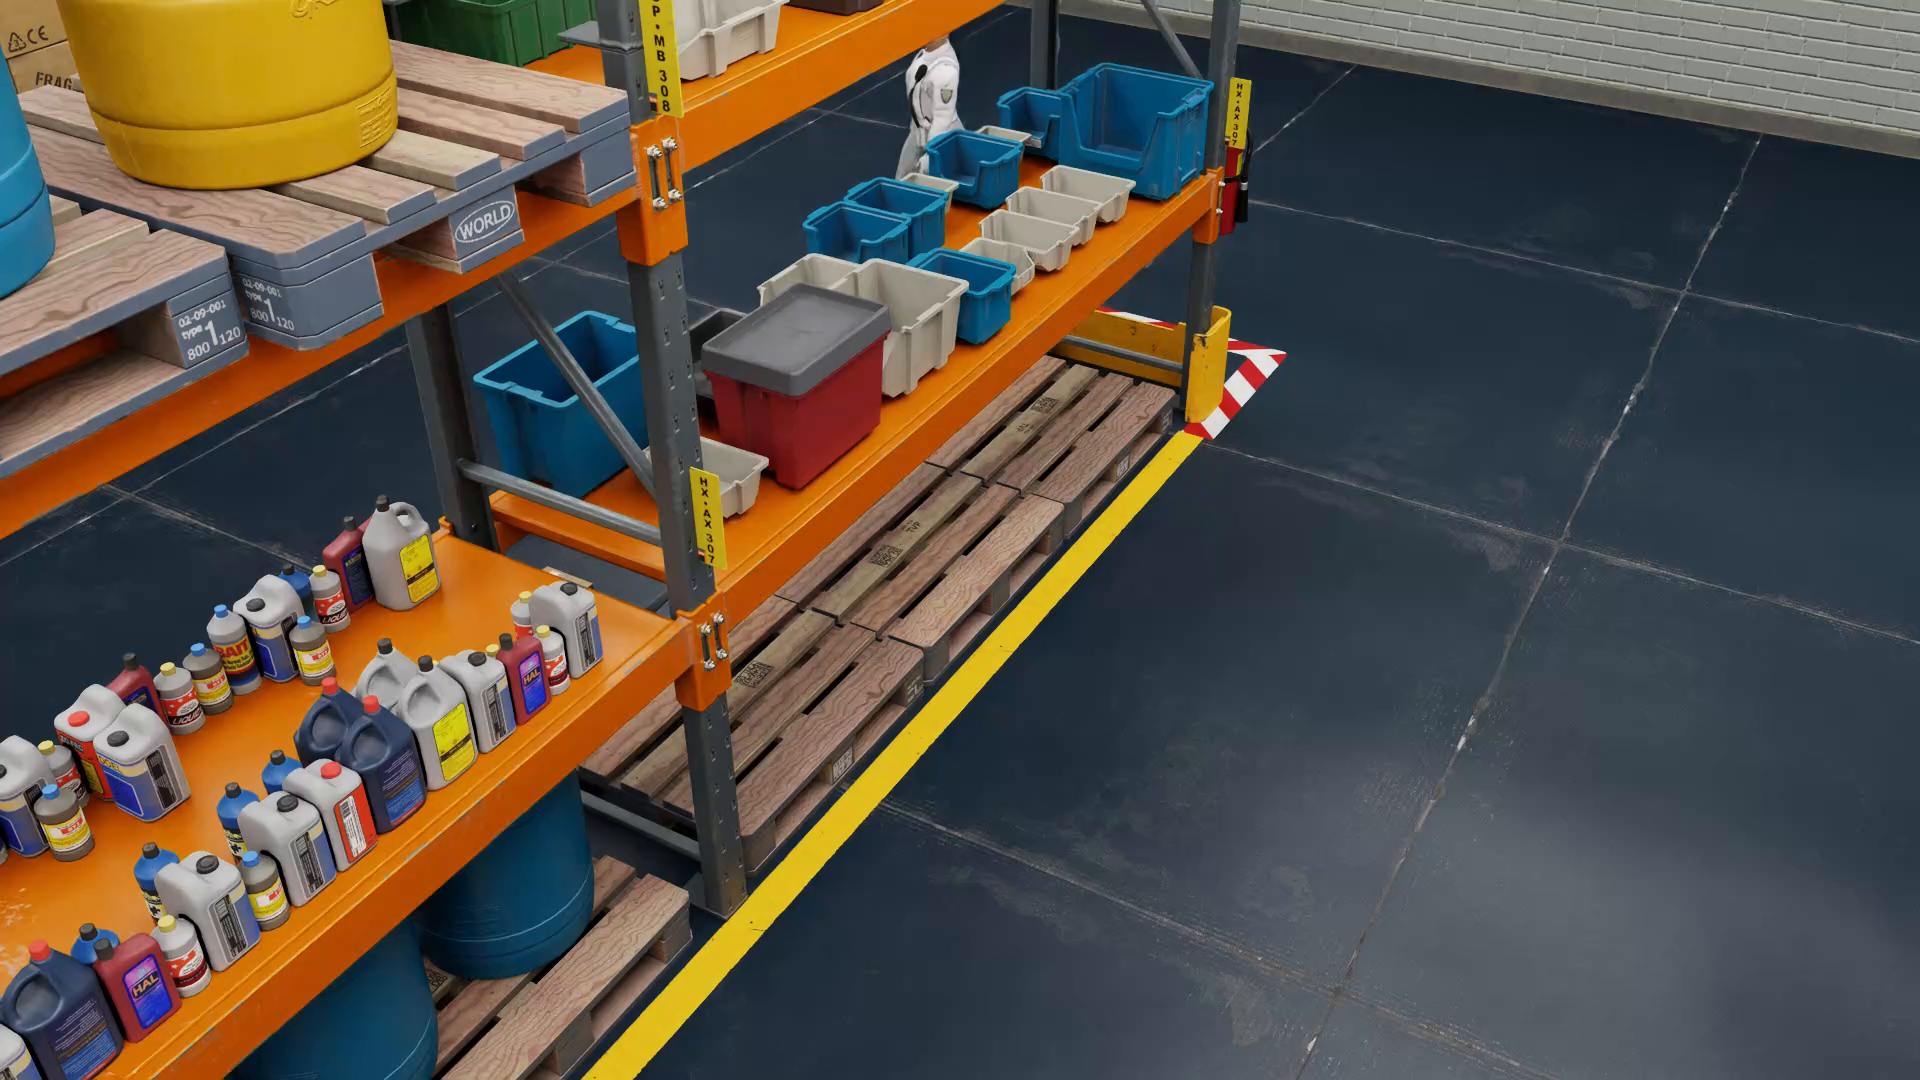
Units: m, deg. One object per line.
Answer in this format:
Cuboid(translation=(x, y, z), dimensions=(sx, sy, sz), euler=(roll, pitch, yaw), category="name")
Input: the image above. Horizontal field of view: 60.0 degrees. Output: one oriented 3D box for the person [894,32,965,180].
Cuboid(translation=(-0.148, -2.293, 9.512), dimensions=(0.968, 1.594, 0.554), euler=(-10, 35, -14), category="person")
